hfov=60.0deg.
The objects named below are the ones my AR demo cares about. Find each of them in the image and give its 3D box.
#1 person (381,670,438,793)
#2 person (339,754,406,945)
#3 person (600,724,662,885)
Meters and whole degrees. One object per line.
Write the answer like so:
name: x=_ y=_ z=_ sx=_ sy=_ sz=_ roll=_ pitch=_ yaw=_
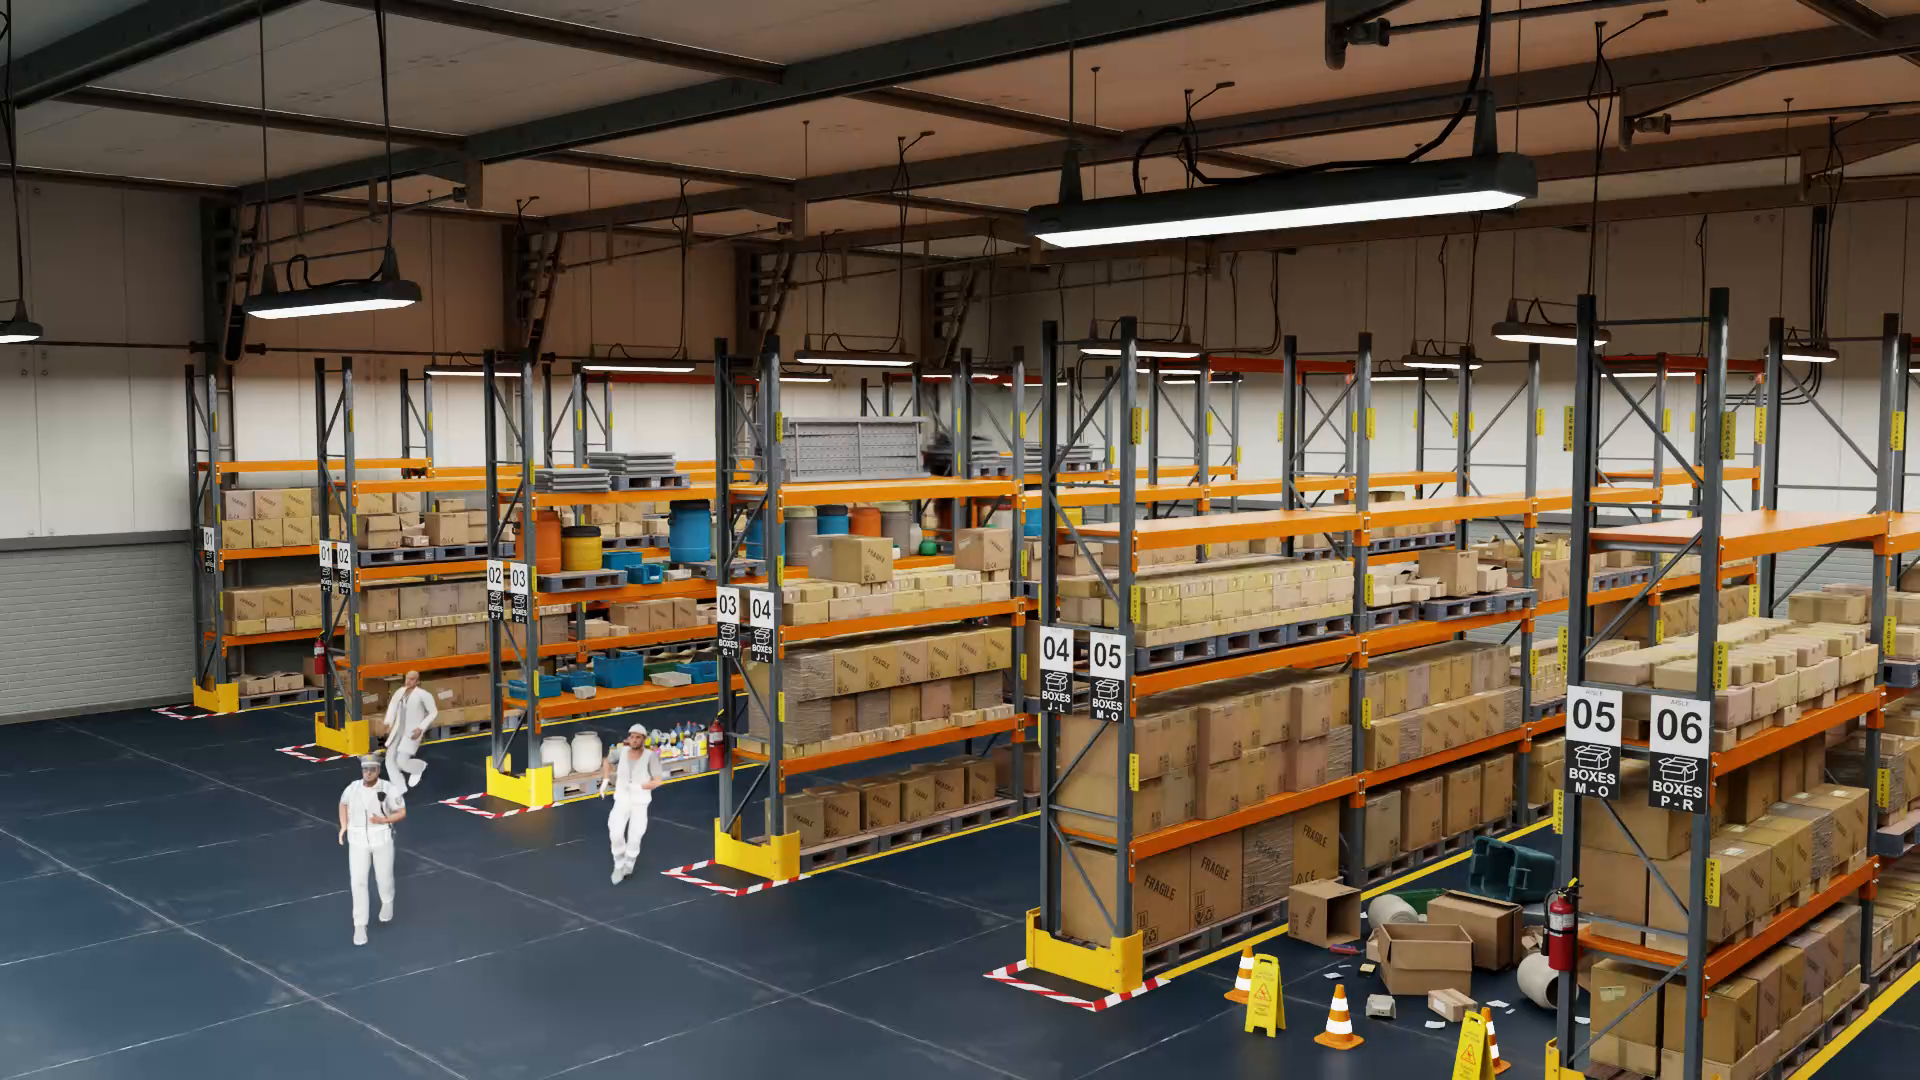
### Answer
person: x=-7.413 y=2.610 z=22.406 sx=0.758 sy=1.725 sz=0.548 roll=2 pitch=5 yaw=22
person: x=-5.829 y=2.991 z=16.468 sx=0.657 sy=1.777 sz=0.966 roll=-1 pitch=4 yaw=-12
person: x=-3.611 y=2.889 z=18.269 sx=0.695 sy=1.749 sz=0.676 roll=0 pitch=4 yaw=-5
